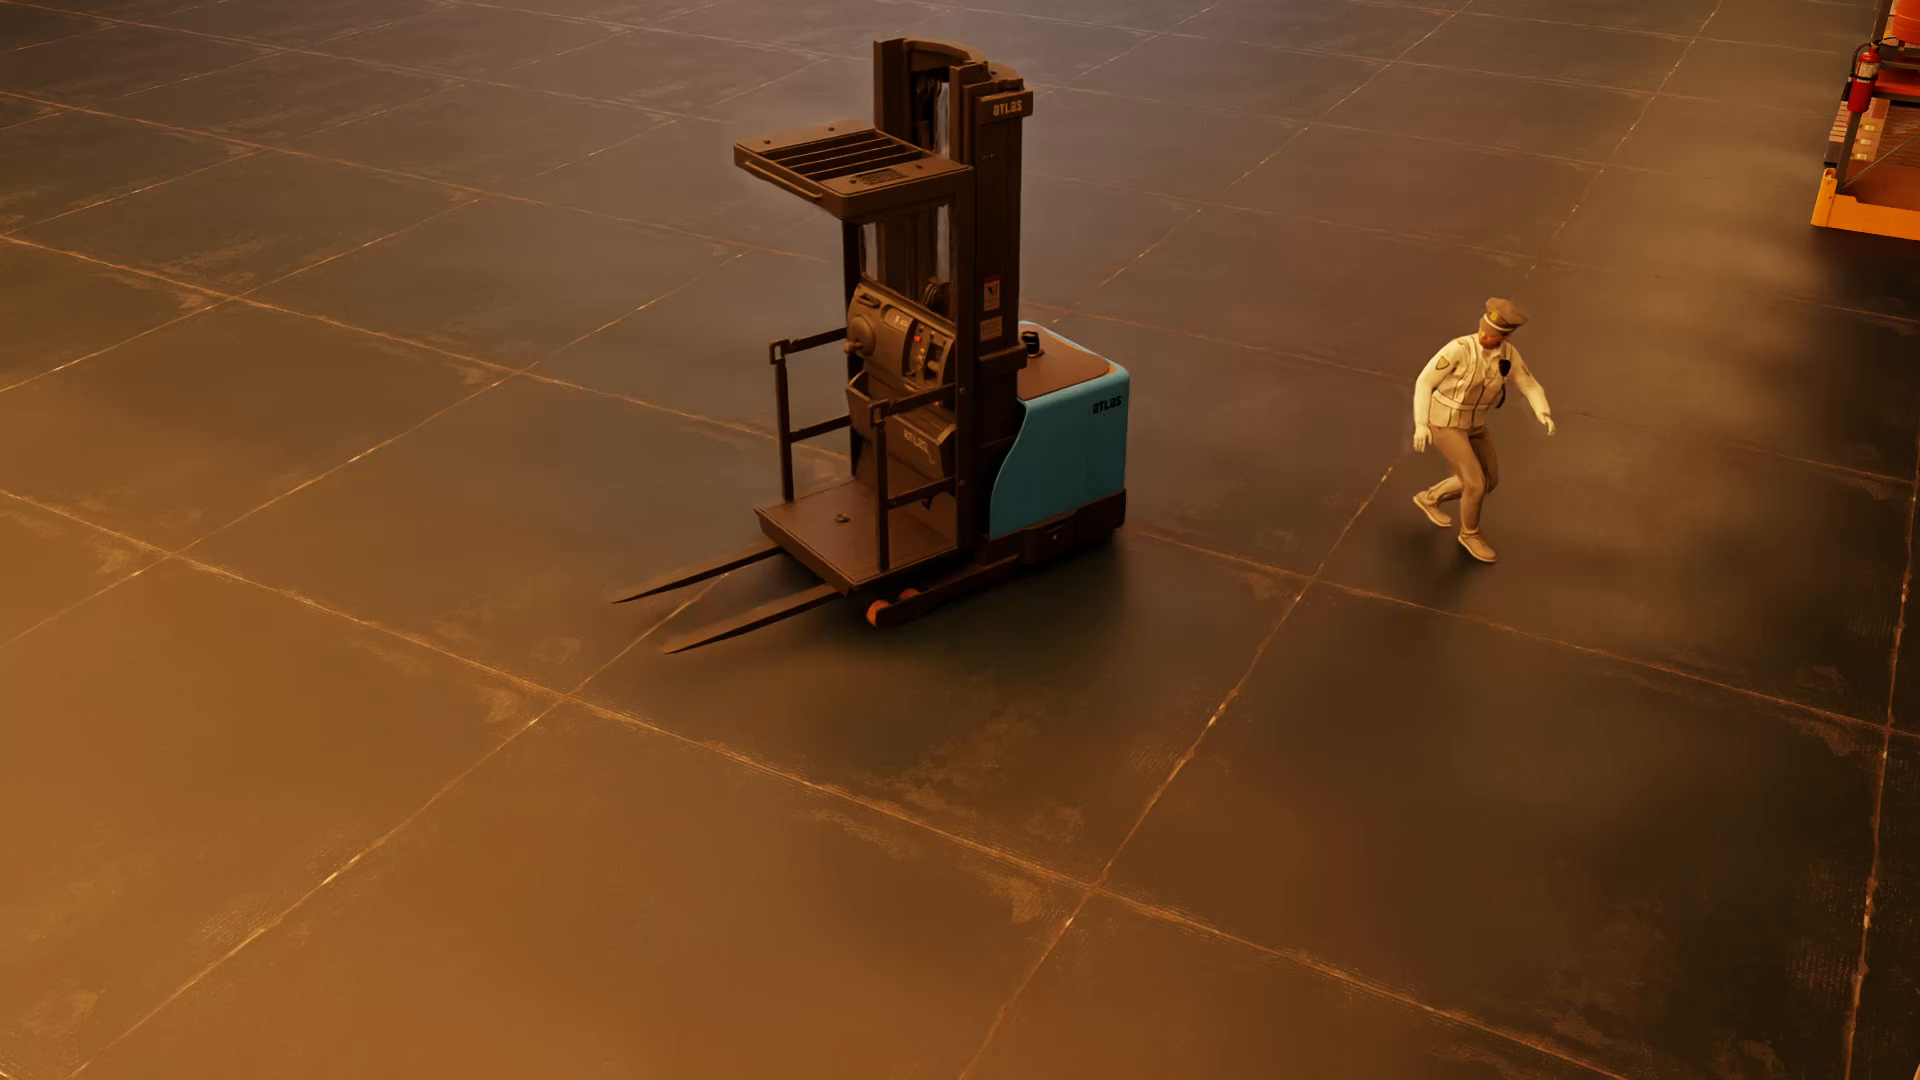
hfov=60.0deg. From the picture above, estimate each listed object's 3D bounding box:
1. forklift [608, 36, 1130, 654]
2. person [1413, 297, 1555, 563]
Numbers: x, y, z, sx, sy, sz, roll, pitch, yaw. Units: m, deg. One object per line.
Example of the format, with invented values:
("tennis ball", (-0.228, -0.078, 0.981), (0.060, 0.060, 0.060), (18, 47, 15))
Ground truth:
("forklift", (-0.495, -1.075, 8.933), (3.031, 2.935, 1.130), (-20, 36, -31))
("person", (2.943, -0.614, 9.525), (0.812, 1.552, 0.794), (-17, 34, -27))
